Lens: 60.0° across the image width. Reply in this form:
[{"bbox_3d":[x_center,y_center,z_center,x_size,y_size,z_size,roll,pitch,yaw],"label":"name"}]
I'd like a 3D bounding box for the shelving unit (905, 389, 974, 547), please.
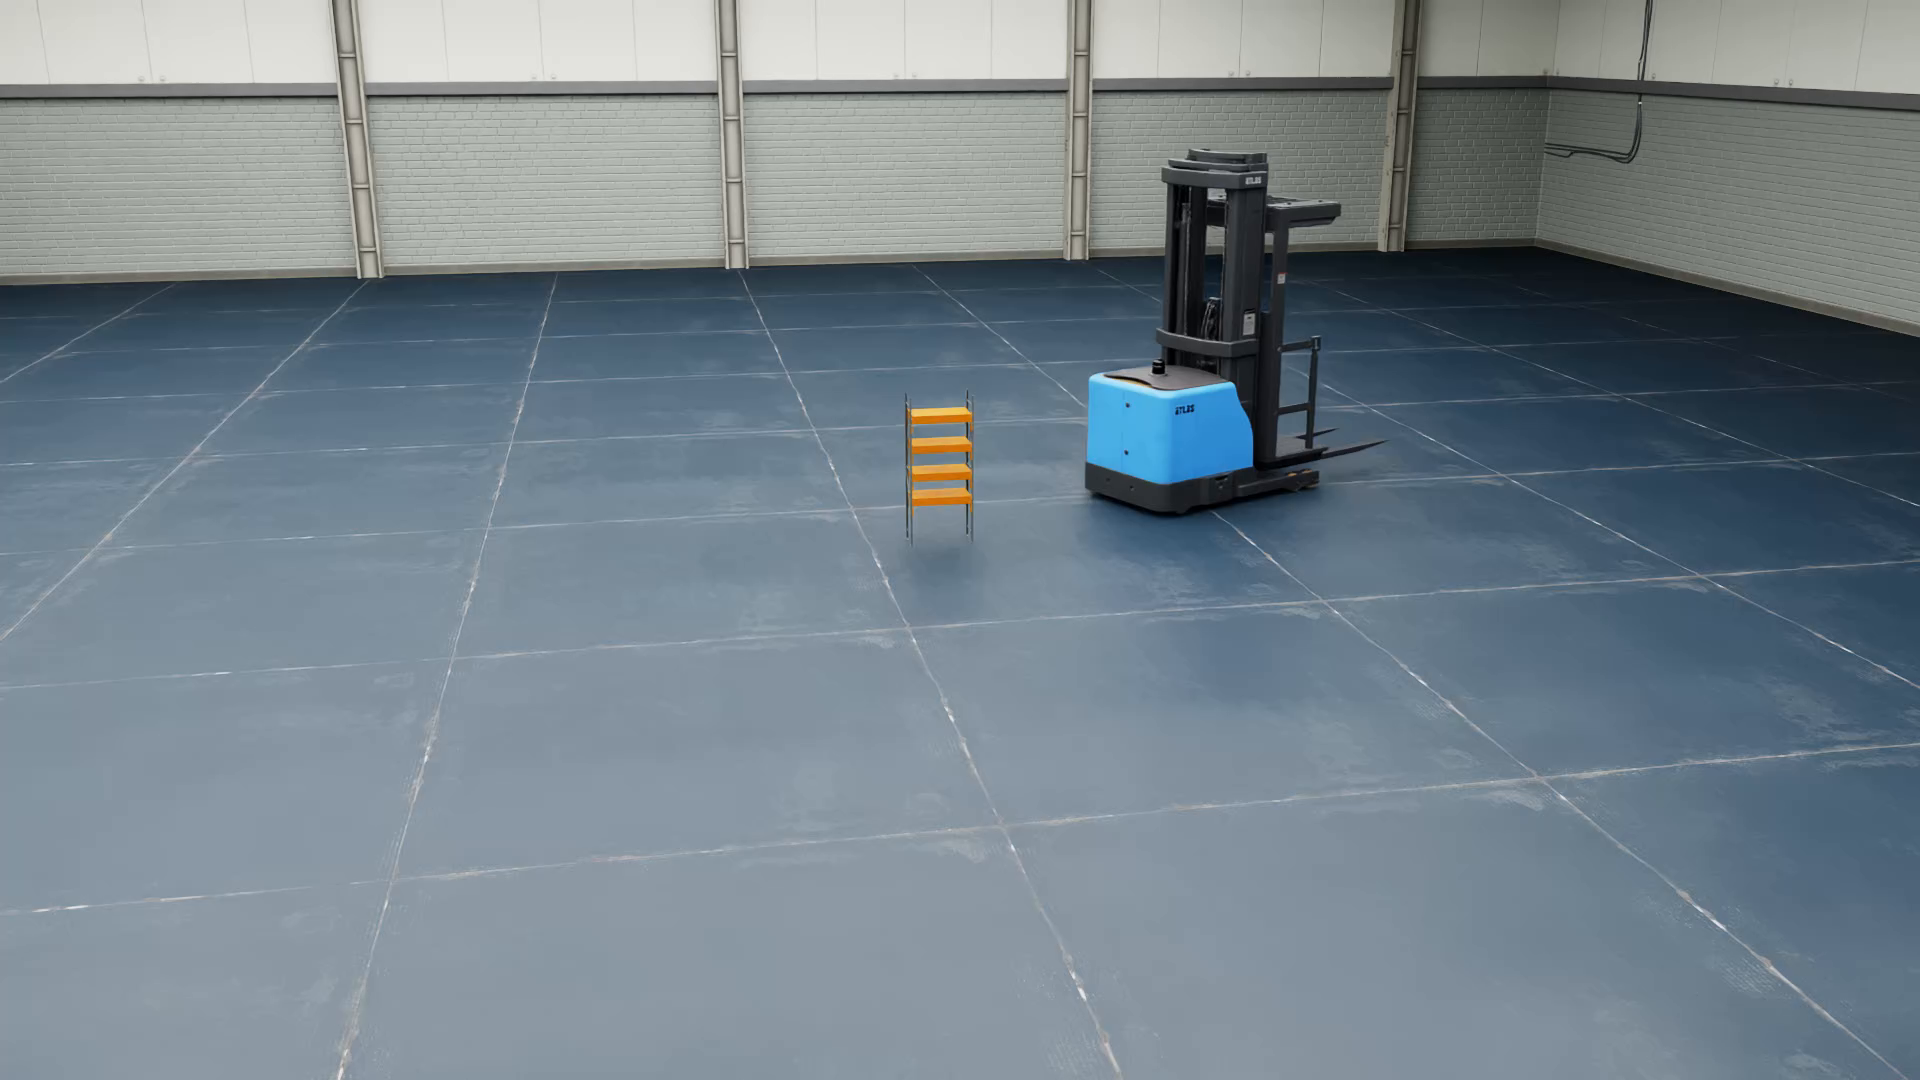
[{"bbox_3d":[-0.163,-0.564,13.106,0.503,1.200,0.258,-3,17,-10],"label":"shelving unit"}]

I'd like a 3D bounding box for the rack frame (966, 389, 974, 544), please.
[{"bbox_3d":[0.077,-0.578,13.150,0.015,1.200,0.240,-3,17,-10],"label":"rack frame"}]

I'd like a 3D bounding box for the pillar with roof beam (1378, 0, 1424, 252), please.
[{"bbox_3d":[8.771,-8.408,25.361,0.400,9.000,9.100,-3,17,-10],"label":"pillar with roof beam"}]

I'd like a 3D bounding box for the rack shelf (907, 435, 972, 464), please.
[{"bbox_3d":[-0.163,-0.714,13.060,0.480,0.148,0.258,-3,17,-10],"label":"rack shelf"}]

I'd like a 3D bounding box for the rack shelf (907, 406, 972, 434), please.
[{"bbox_3d":[-0.163,-0.940,12.990,0.480,0.148,0.258,-3,17,-10],"label":"rack shelf"}]

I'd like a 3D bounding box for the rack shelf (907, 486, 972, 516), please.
[{"bbox_3d":[-0.163,-0.310,13.184,0.480,0.148,0.258,-3,17,-10],"label":"rack shelf"}]

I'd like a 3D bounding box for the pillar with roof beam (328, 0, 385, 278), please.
[{"bbox_3d":[-8.903,-7.406,22.097,0.400,9.000,9.100,-3,17,-10],"label":"pillar with roof beam"}]

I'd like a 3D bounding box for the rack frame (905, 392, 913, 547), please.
[{"bbox_3d":[-0.402,-0.551,13.061,0.015,1.200,0.240,-3,17,-10],"label":"rack frame"}]

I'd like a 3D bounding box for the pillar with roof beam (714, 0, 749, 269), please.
[{"bbox_3d":[-3.011,-7.740,23.185,0.400,9.000,9.100,-3,17,-10],"label":"pillar with roof beam"}]

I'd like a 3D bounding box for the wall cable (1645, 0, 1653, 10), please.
[{"bbox_3d":[11.610,-9.582,25.870,0.112,2.526,3.097,-3,17,-10],"label":"wall cable"}]

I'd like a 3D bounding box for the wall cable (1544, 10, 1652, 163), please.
[{"bbox_3d":[11.097,-7.948,29.151,0.112,2.526,3.097,-3,17,-10],"label":"wall cable"}]

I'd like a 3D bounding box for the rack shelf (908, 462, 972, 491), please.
[{"bbox_3d":[-0.163,-0.500,13.125,0.480,0.148,0.258,-3,17,-10],"label":"rack shelf"}]

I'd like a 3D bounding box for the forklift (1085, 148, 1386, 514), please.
[{"bbox_3d":[2.583,-1.938,14.628,3.031,2.935,1.130,-12,21,-34],"label":"forklift"}]
